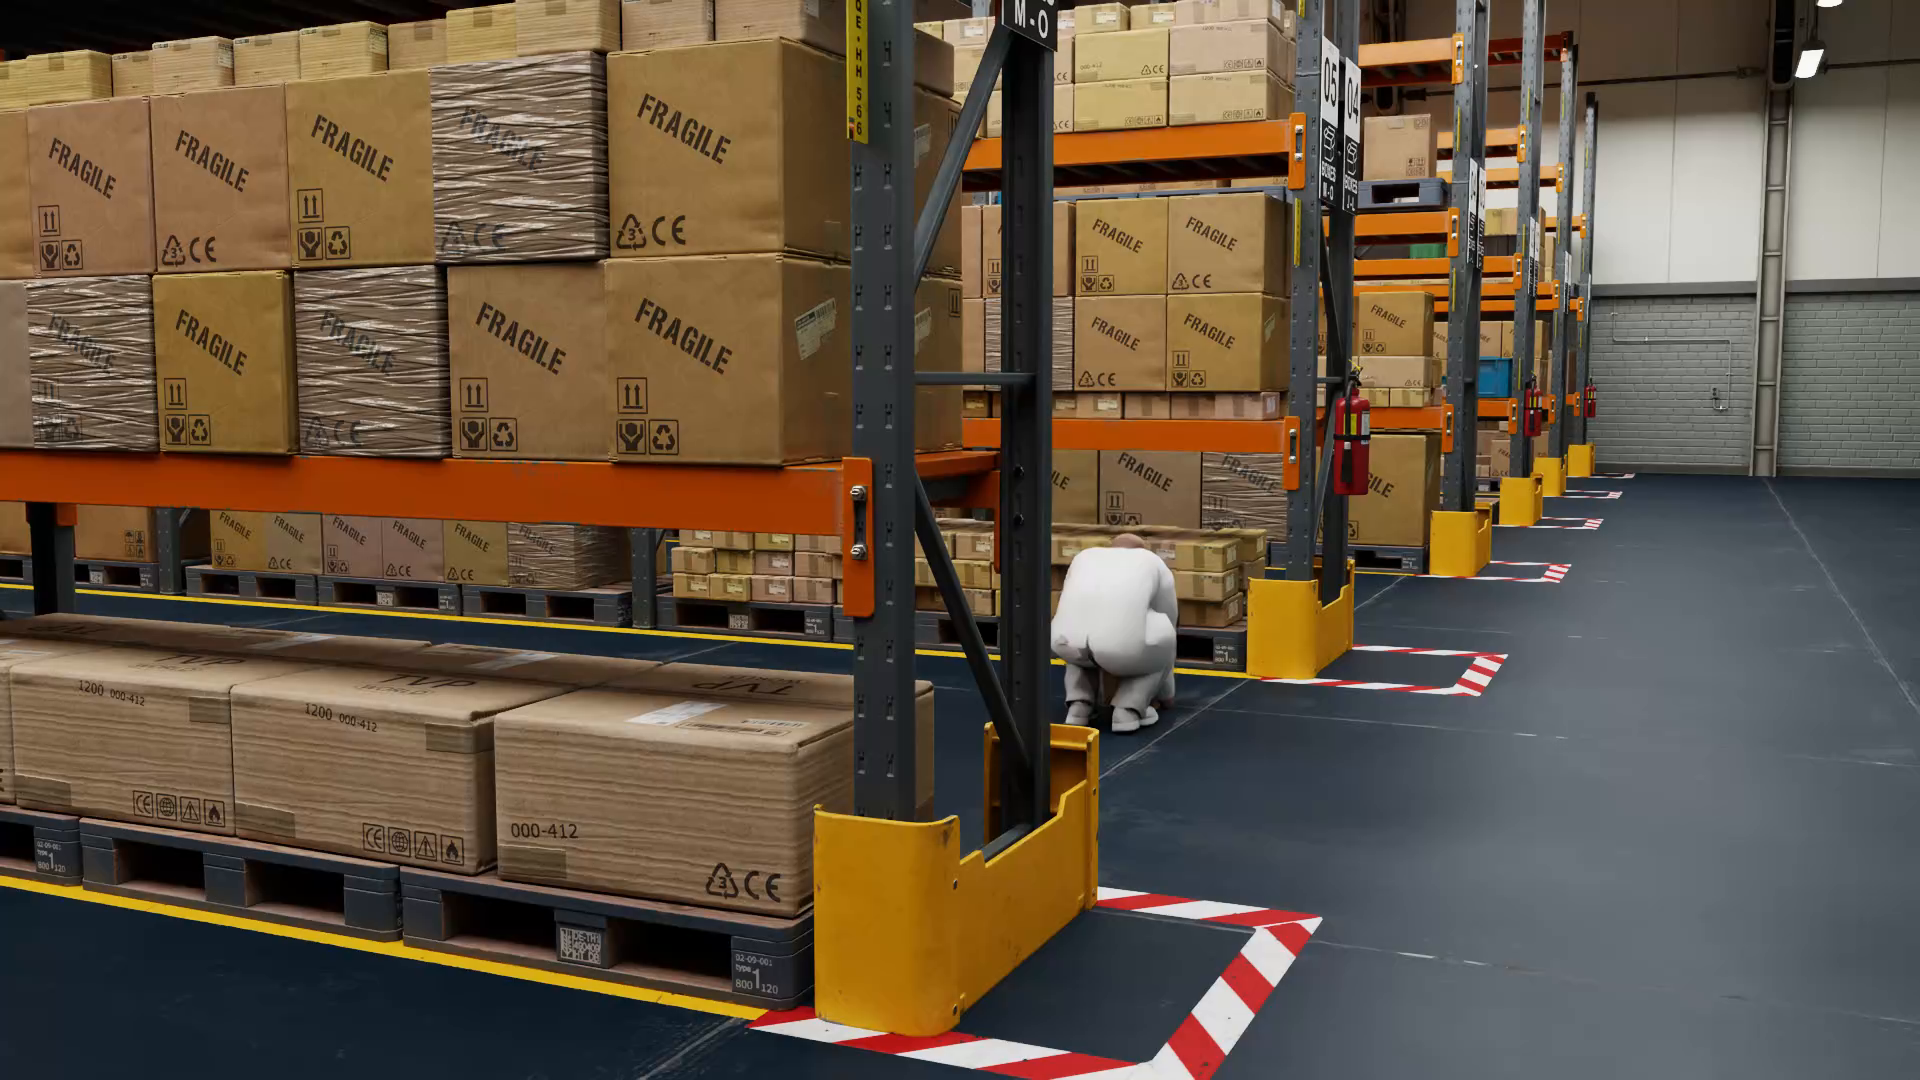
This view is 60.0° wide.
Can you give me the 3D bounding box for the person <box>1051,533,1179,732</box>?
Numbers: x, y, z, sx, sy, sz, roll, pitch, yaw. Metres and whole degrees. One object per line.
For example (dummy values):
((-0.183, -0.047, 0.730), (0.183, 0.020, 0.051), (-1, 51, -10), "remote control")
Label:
((-2.744, -0.260, 15.029), (12.922, 0.859, 12.265), (2, 6, 23), "person")
